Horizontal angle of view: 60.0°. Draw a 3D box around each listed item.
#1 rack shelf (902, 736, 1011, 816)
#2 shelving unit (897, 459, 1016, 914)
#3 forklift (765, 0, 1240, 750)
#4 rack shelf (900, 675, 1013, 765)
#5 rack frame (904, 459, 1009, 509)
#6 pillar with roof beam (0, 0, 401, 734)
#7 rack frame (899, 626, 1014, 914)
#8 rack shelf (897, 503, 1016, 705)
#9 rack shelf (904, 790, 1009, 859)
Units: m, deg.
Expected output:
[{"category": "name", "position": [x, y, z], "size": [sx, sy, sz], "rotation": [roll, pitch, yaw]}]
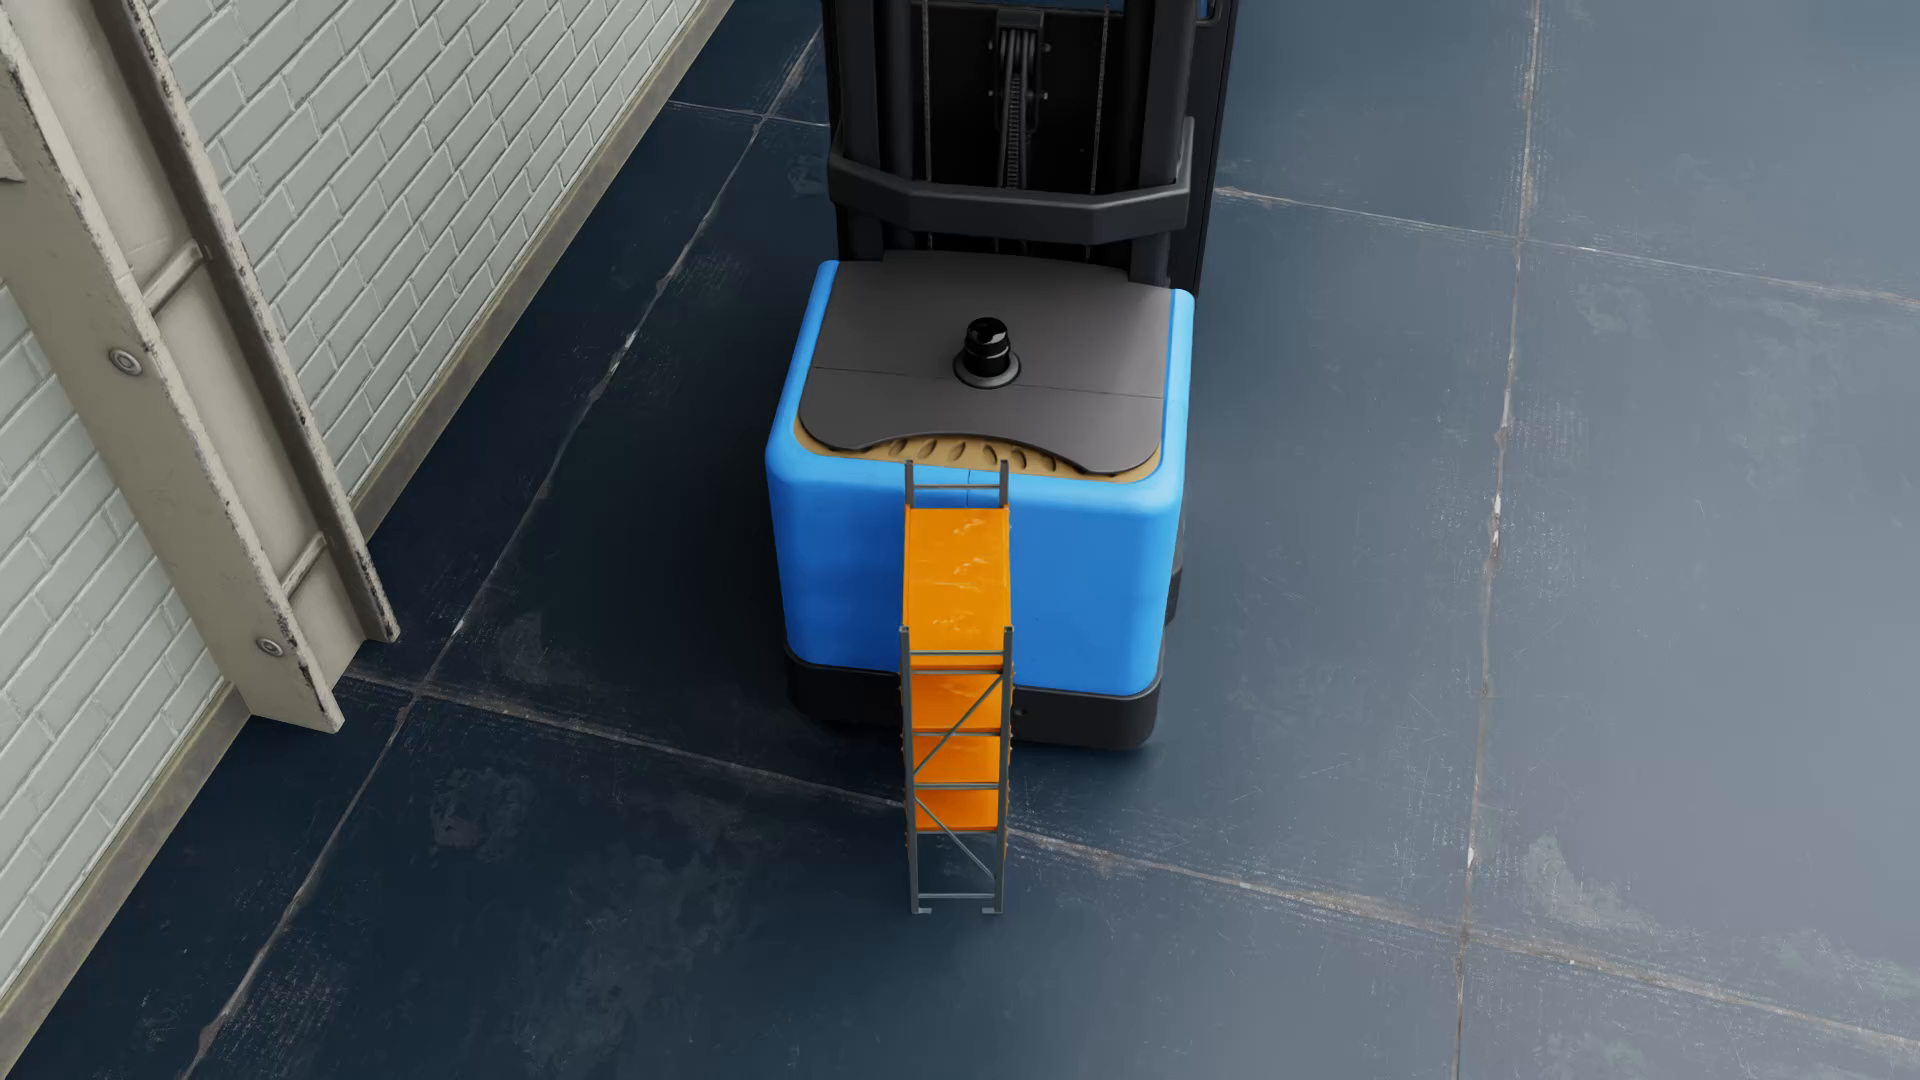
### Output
[{"category": "rack shelf", "position": [-0.008, 0.445, 4.147], "size": [0.258, 0.148, 0.480], "rotation": [0, 49, 0]}, {"category": "shelving unit", "position": [-0.008, 0.400, 4.096], "size": [0.258, 1.200, 0.503], "rotation": [0, 49, 0]}, {"category": "forklift", "position": [0.211, -1.503, 4.621], "size": [1.130, 2.935, 3.031], "rotation": [6, 49, 5]}, {"category": "rack shelf", "position": [-0.008, 0.297, 3.979], "size": [0.258, 0.148, 0.480], "rotation": [0, 49, 0]}, {"category": "rack frame", "position": [-0.008, 0.217, 4.258], "size": [0.240, 1.200, 0.015], "rotation": [0, 49, 0]}, {"category": "pillar with roof beam", "position": [2.270, -1.747, 0.790], "size": [9.100, 9.000, 0.400], "rotation": [12, 50, 10]}, {"category": "rack frame", "position": [-0.008, 0.583, 3.935], "size": [0.240, 1.200, 0.015], "rotation": [0, 49, 0]}, {"category": "rack shelf", "position": [-0.008, 0.140, 3.802], "size": [0.258, 0.148, 0.480], "rotation": [0, 49, 0]}, {"category": "rack shelf", "position": [-0.008, 0.576, 4.296], "size": [0.258, 0.148, 0.480], "rotation": [0, 49, 0]}]
